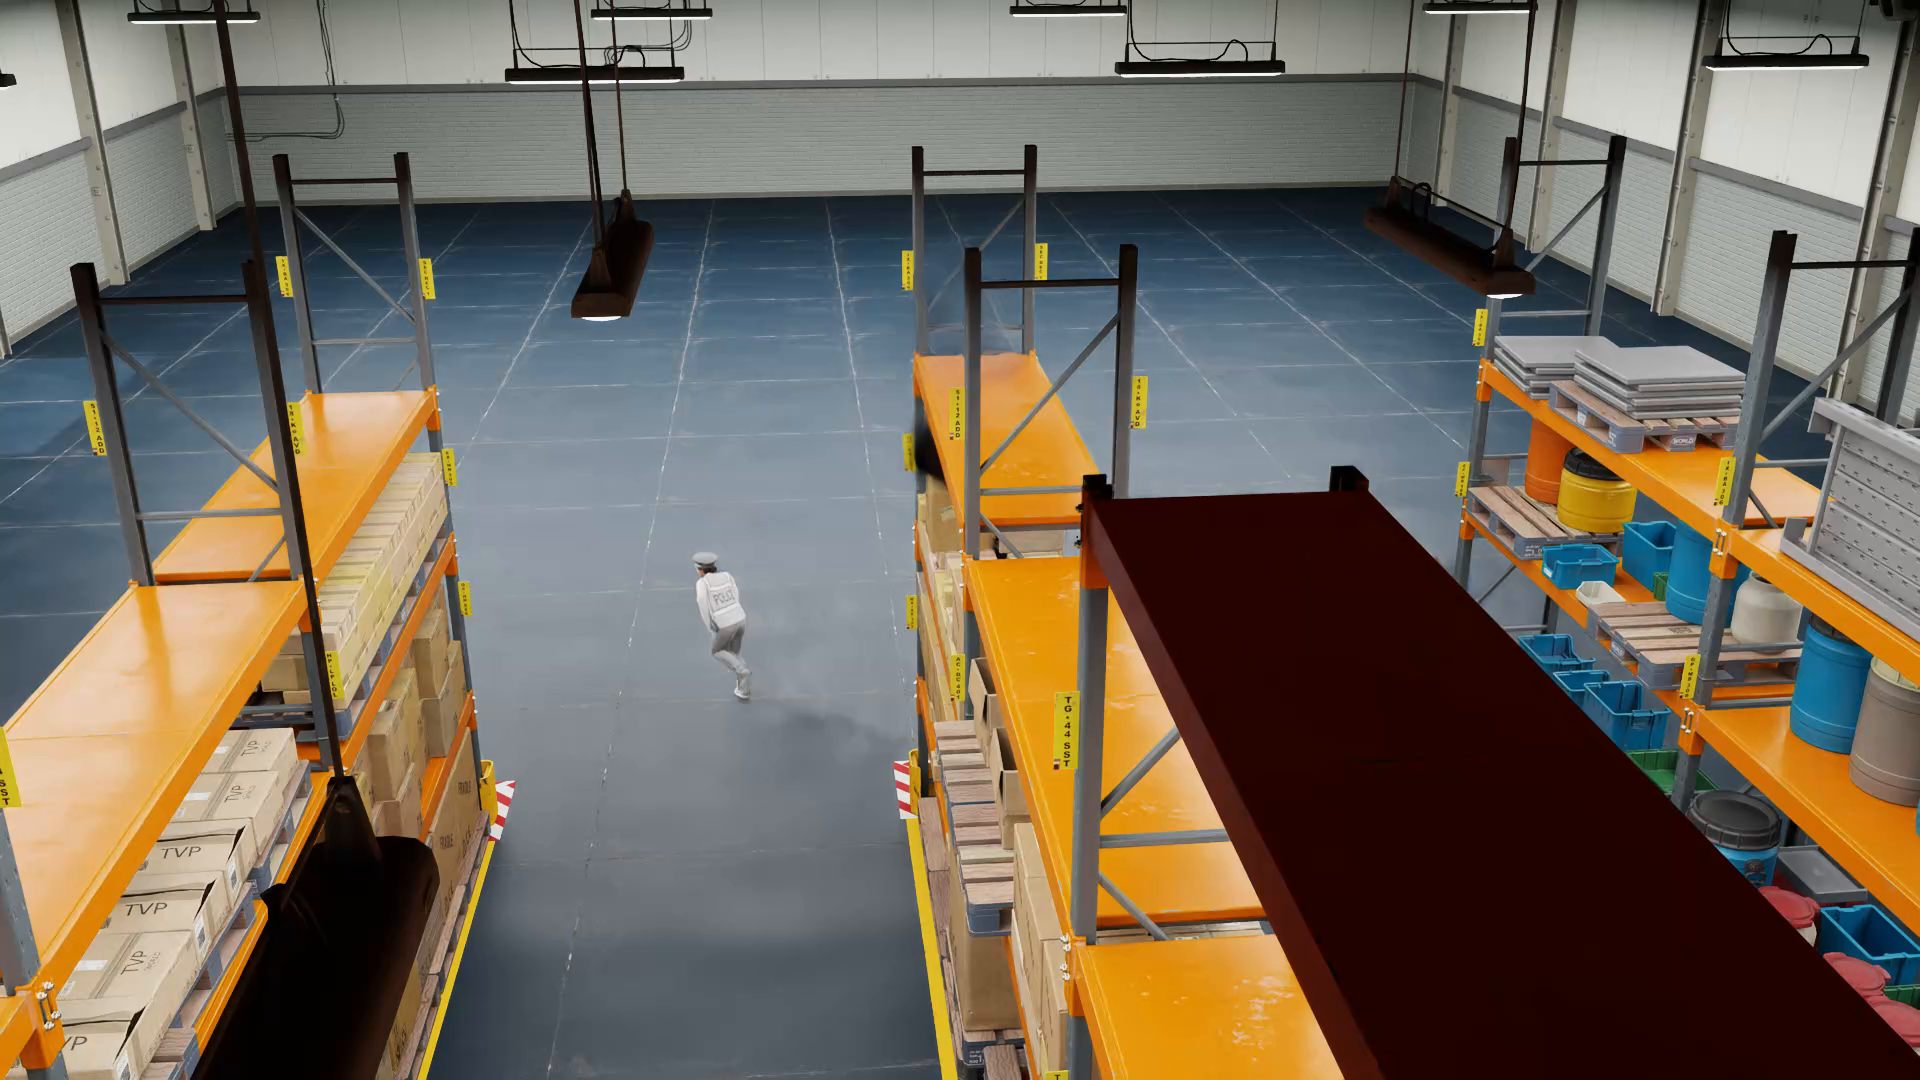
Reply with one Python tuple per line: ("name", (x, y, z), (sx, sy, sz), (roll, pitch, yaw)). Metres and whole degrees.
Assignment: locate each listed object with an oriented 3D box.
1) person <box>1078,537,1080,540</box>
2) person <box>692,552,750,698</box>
("person", (1.405, 0.700, 17.665), (0.768, 1.629, 0.618), (10, 24, 23))
("person", (-2.513, 0.915, 17.340), (0.751, 1.490, 0.639), (18, 28, 38))
